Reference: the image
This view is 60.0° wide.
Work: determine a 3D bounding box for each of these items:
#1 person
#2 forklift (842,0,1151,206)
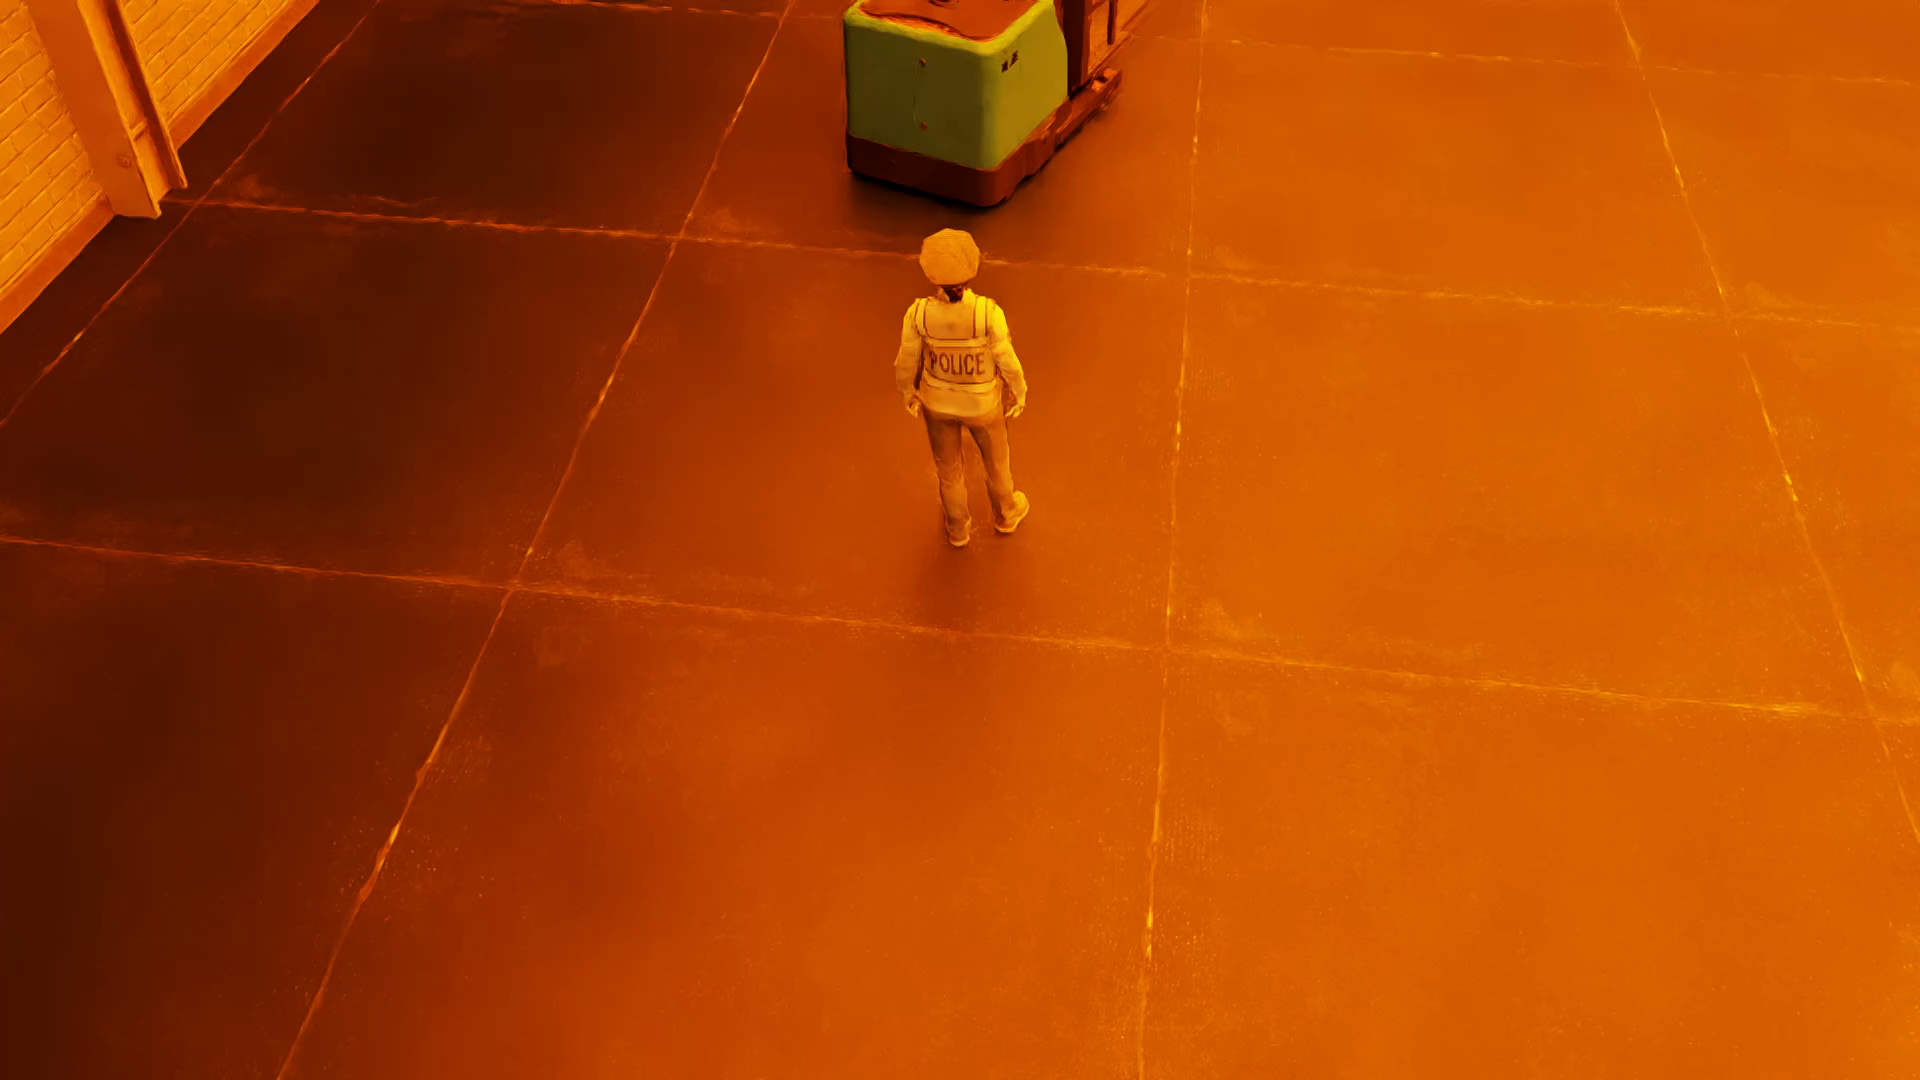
[{"bbox_3d":[0.016,-0.673,7.362,0.586,1.692,0.532,5,43,6],"label":"person"},{"bbox_3d":[0.430,-4.074,10.159,1.130,2.935,3.031,19,46,20],"label":"forklift"}]
